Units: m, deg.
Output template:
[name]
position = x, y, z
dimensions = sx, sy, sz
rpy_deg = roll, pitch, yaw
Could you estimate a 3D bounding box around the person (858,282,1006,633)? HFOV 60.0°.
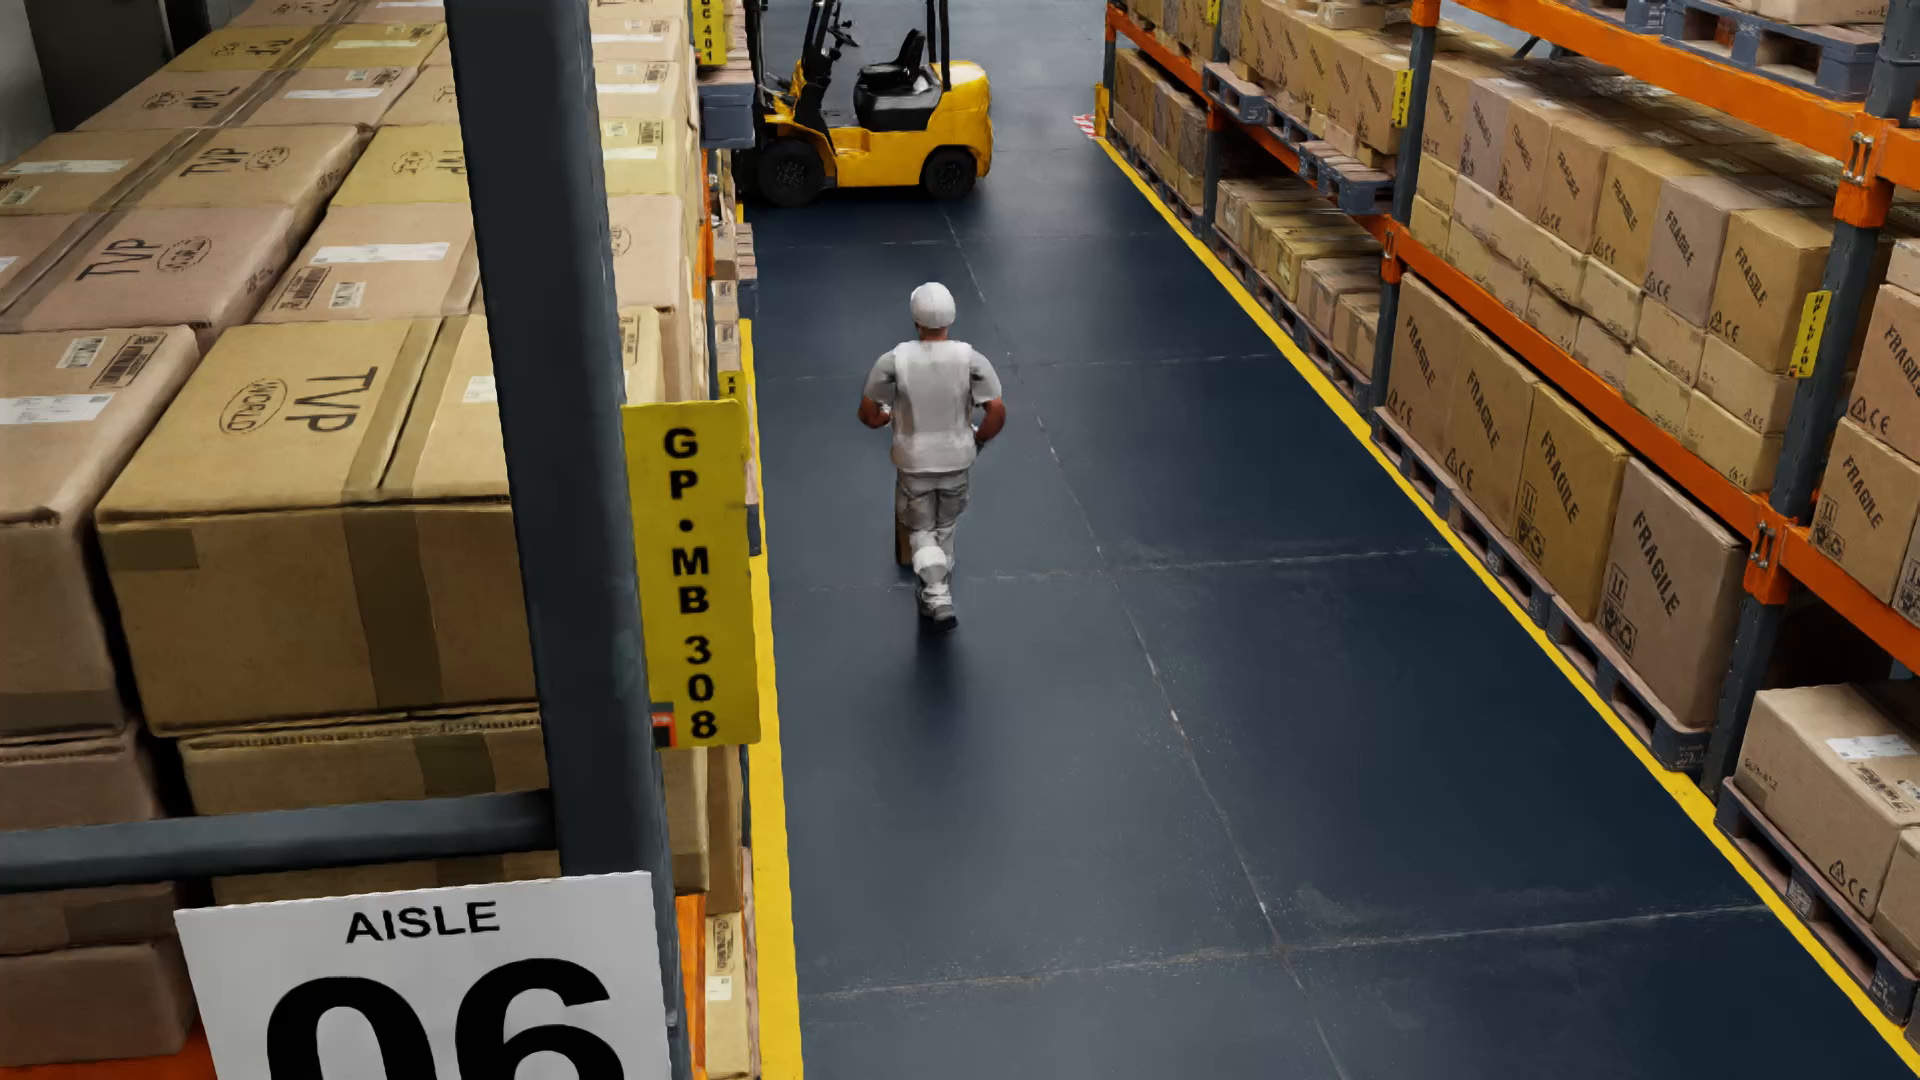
[person]
position = -0.141, -0.359, 7.801
dimensions = 0.669, 1.770, 0.772
rpy_deg = -3, 27, -6
